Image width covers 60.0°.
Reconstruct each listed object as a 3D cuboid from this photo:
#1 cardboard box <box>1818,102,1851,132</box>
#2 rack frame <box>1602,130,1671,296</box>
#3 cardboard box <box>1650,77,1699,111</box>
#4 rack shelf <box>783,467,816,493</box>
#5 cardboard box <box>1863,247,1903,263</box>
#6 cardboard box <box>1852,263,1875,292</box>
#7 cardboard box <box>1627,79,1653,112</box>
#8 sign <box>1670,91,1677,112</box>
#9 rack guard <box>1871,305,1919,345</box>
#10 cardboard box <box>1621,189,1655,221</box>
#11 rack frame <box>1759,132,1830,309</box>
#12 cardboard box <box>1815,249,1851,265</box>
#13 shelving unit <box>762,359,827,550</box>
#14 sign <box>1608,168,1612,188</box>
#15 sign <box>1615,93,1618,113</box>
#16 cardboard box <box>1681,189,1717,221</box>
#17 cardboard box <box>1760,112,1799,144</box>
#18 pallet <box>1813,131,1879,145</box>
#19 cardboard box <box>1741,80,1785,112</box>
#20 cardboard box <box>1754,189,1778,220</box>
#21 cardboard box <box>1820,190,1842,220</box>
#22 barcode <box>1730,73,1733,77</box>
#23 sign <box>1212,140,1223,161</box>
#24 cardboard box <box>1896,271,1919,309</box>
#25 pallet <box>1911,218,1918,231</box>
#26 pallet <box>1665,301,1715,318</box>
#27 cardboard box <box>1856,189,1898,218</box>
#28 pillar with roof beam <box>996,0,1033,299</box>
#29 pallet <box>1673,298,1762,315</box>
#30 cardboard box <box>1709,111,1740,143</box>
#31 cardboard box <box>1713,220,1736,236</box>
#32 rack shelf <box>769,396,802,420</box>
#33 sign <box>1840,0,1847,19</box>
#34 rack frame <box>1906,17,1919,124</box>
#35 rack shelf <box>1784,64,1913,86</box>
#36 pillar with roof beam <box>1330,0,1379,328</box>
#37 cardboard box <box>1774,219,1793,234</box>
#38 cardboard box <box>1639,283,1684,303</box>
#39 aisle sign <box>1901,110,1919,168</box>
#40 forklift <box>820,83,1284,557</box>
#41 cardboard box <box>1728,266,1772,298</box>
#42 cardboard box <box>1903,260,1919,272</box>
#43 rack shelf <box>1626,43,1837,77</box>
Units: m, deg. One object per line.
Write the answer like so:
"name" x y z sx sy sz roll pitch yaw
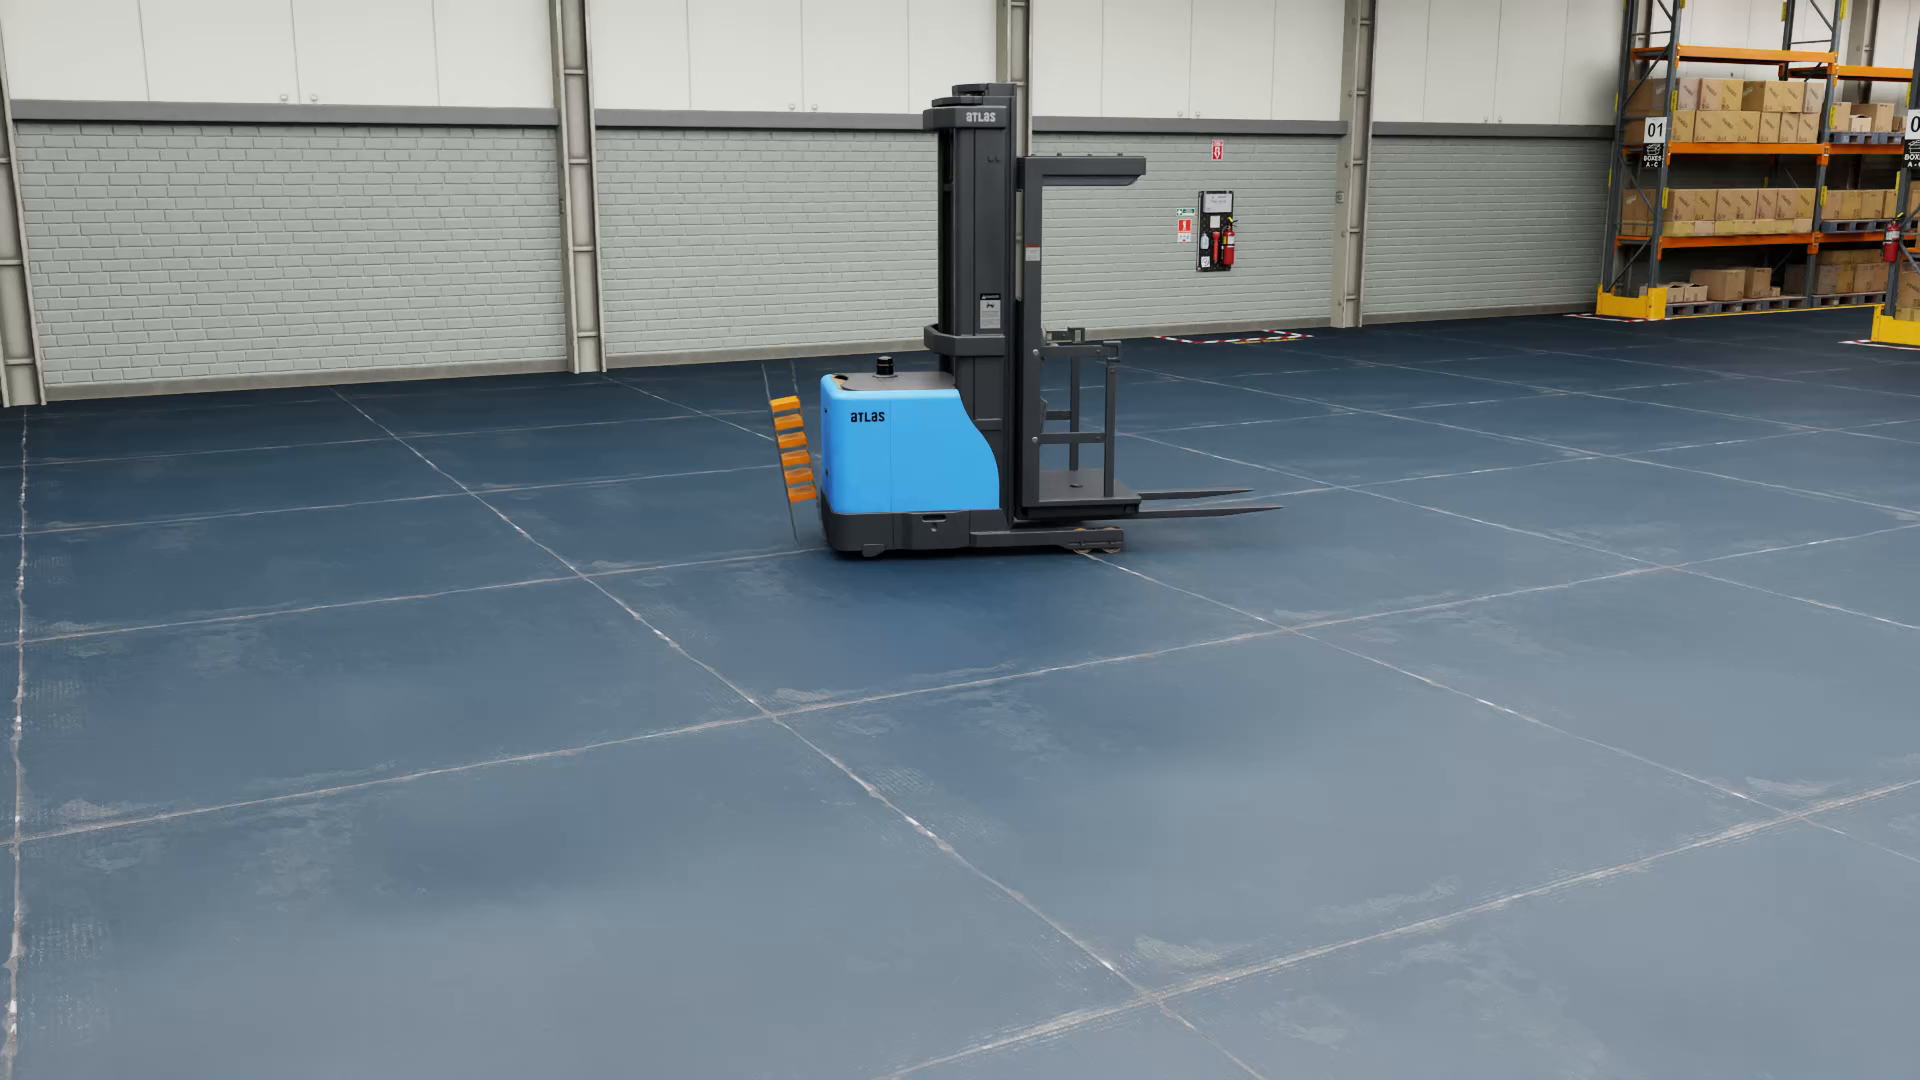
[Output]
"cardboard box" 15.089 -7.353 28.935 0.500 0.500 0.500 -5 13 -20
"rack frame" 11.059 -5.173 27.265 0.127 3.000 1.000 -7 14 -28
"cardboard box" 11.514 -7.177 26.784 0.500 0.500 0.500 -8 15 -32
"rack shelf" -1.050 -0.397 10.843 0.180 0.103 0.258 -11 14 -8
"cardboard box" 16.944 -5.242 30.554 0.500 0.250 0.500 -7 14 -27
"cardboard box" 16.105 -4.780 30.207 0.500 0.500 0.700 -7 14 -27
"cardboard box" 11.313 -7.279 27.238 0.500 0.500 0.500 -6 14 -25
"sign" 11.320 -6.959 26.375 0.005 0.325 0.100 -7 14 -28
"rack guard" 13.415 -2.997 23.288 0.348 0.500 1.175 -7 14 -28
"cardboard box" 11.371 -5.566 27.599 0.500 0.500 0.500 -7 14 -28
"rack frame" 14.570 -5.594 29.134 0.127 3.000 1.000 -7 14 -28
"cardboard box" 15.593 -5.083 29.845 0.500 0.250 0.500 -7 15 -29
"shelving unit" -1.076 -0.554 10.803 0.189 1.200 0.258 -11 14 -8
"sign" 10.811 -6.001 27.587 0.005 0.325 0.100 -7 14 -28
"sign" 10.811 -7.178 27.323 0.005 0.325 0.100 -7 14 -28
"cardboard box" 12.061 -5.518 27.385 0.500 0.500 0.500 -7 14 -28
"cardboard box" 13.796 -6.965 28.119 0.500 0.500 0.500 -8 15 -33
"pallet" 15.163 -7.010 29.023 1.003 0.211 1.213 -7 14 -28
"cardboard box" 13.331 -7.382 27.697 0.500 0.500 0.500 -7 15 -30
"cardboard box" 13.421 -5.683 28.116 0.500 0.500 0.500 -7 15 -29
"cardboard box" 15.033 -5.904 29.284 0.500 0.500 0.700 -7 14 -28
"barcode" 13.144 -7.921 28.315 0.075 0.075 0.001 -7 14 -28
"sign" 3.751 -5.679 24.232 0.199 0.298 0.001 -7 14 -28
"cardboard box" 13.764 -3.562 23.703 0.500 0.500 0.500 -7 14 -28
"pallet" 17.507 -5.826 30.601 1.003 0.211 1.213 -7 14 -28
"pallet" 11.856 -3.900 27.956 1.213 0.211 1.003 -7 14 -28
"cardboard box" 16.591 -6.092 30.115 0.500 0.500 0.700 -7 14 -28
"pillar with roof beam" 2.789 -6.248 18.378 0.400 9.000 9.100 -7 14 -28
"pallet" 12.926 -4.027 28.522 1.213 0.211 1.003 -7 14 -28
"cardboard box" 12.415 -6.787 27.331 0.500 0.500 0.500 -6 14 -25
"cardboard box" 12.539 -5.210 27.723 0.500 0.250 0.500 -7 15 -29
"rack shelf" -1.127 -0.856 10.726 0.180 0.103 0.258 -11 14 -8
"sign" 14.814 -8.909 27.891 0.005 0.325 0.100 -7 14 -28
"rack frame" 13.436 -7.146 22.366 0.127 3.000 1.000 -7 14 -28
"rack shelf" 16.326 -8.185 29.533 4.000 0.370 1.077 -7 14 -28
"pillar with roof beam" 8.056 -6.880 21.183 0.400 9.000 9.100 -7 14 -28
"cardboard box" 13.859 -5.372 28.442 0.500 0.250 0.500 -7 14 -28
"cardboard box" 11.710 -4.132 27.758 0.500 0.311 0.500 -9 15 -34
"aisle sign" 13.238 -5.537 22.960 0.004 0.787 0.394 -7 14 -28
"forklift" 0.615 -1.452 10.884 3.031 2.935 1.130 -2 13 -9
"cardboard box" 13.679 -4.472 28.841 0.500 0.500 0.500 -8 15 -32
"cardboard box" 17.474 -4.924 30.849 0.500 0.500 0.700 -7 14 -27
"rack shelf" 12.815 -7.958 27.620 4.000 0.370 1.077 -7 14 -28
